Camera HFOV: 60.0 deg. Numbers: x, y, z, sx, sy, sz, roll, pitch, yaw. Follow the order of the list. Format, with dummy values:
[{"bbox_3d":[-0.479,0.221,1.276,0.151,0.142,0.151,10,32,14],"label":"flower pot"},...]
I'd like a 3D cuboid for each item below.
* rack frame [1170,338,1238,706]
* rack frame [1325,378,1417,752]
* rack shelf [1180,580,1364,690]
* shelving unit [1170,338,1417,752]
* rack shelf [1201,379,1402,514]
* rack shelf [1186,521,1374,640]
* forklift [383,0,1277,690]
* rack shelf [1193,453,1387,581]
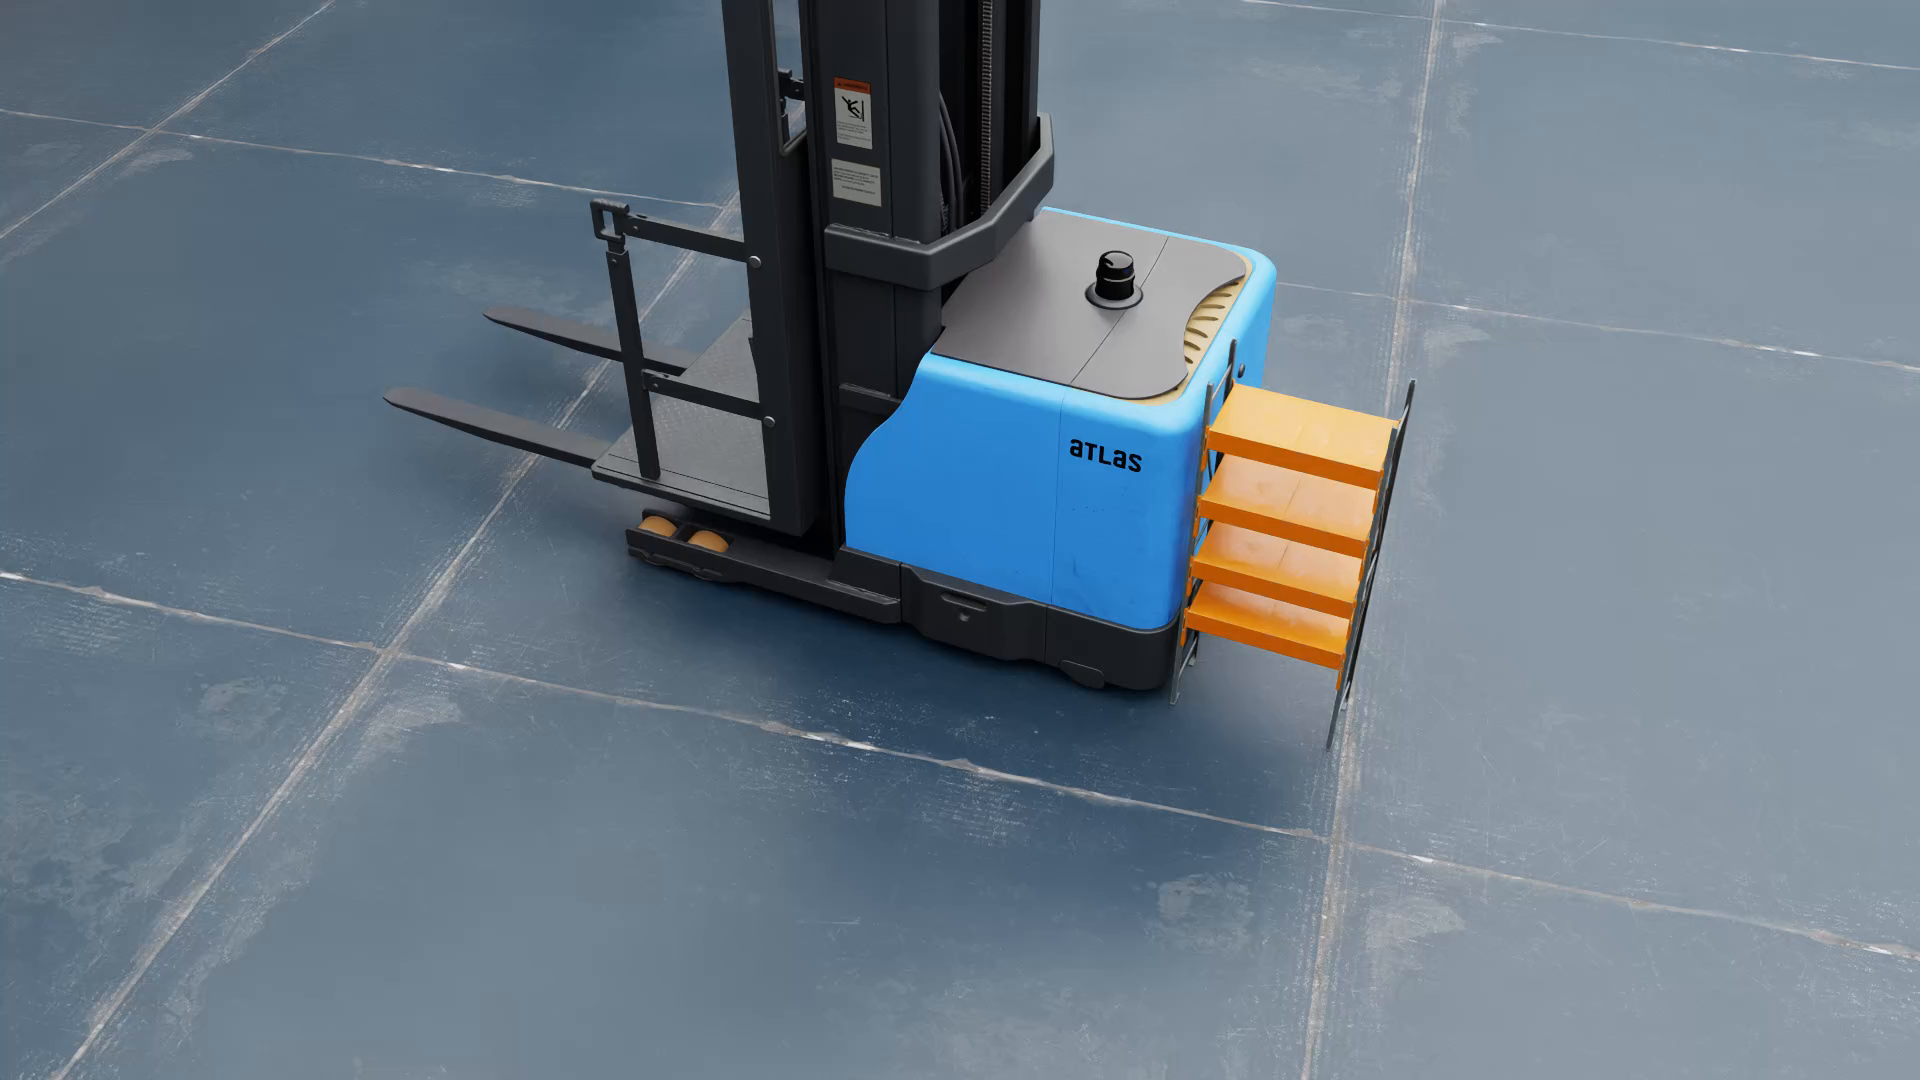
[{"bbox_3d":[0.703,-0.020,4.841,0.015,1.200,0.240,16,42,18],"label":"rack frame"},{"bbox_3d":[1.151,0.105,4.692,0.015,1.200,0.240,16,42,18],"label":"rack frame"},{"bbox_3d":[0.927,0.246,4.937,0.480,0.148,0.258,16,42,18],"label":"rack shelf"},{"bbox_3d":[0.927,0.043,4.766,0.503,1.200,0.258,16,42,18],"label":"shelving unit"},{"bbox_3d":[0.927,-0.258,4.514,0.480,0.148,0.258,16,42,18],"label":"rack shelf"},{"bbox_3d":[0.927,0.094,4.810,0.480,0.148,0.258,16,42,18],"label":"rack shelf"},{"bbox_3d":[-0.572,-1.281,4.997,3.031,2.935,1.130,16,42,18],"label":"forklift"},{"bbox_3d":[0.927,-0.077,4.666,0.480,0.148,0.258,16,42,18],"label":"rack shelf"}]
